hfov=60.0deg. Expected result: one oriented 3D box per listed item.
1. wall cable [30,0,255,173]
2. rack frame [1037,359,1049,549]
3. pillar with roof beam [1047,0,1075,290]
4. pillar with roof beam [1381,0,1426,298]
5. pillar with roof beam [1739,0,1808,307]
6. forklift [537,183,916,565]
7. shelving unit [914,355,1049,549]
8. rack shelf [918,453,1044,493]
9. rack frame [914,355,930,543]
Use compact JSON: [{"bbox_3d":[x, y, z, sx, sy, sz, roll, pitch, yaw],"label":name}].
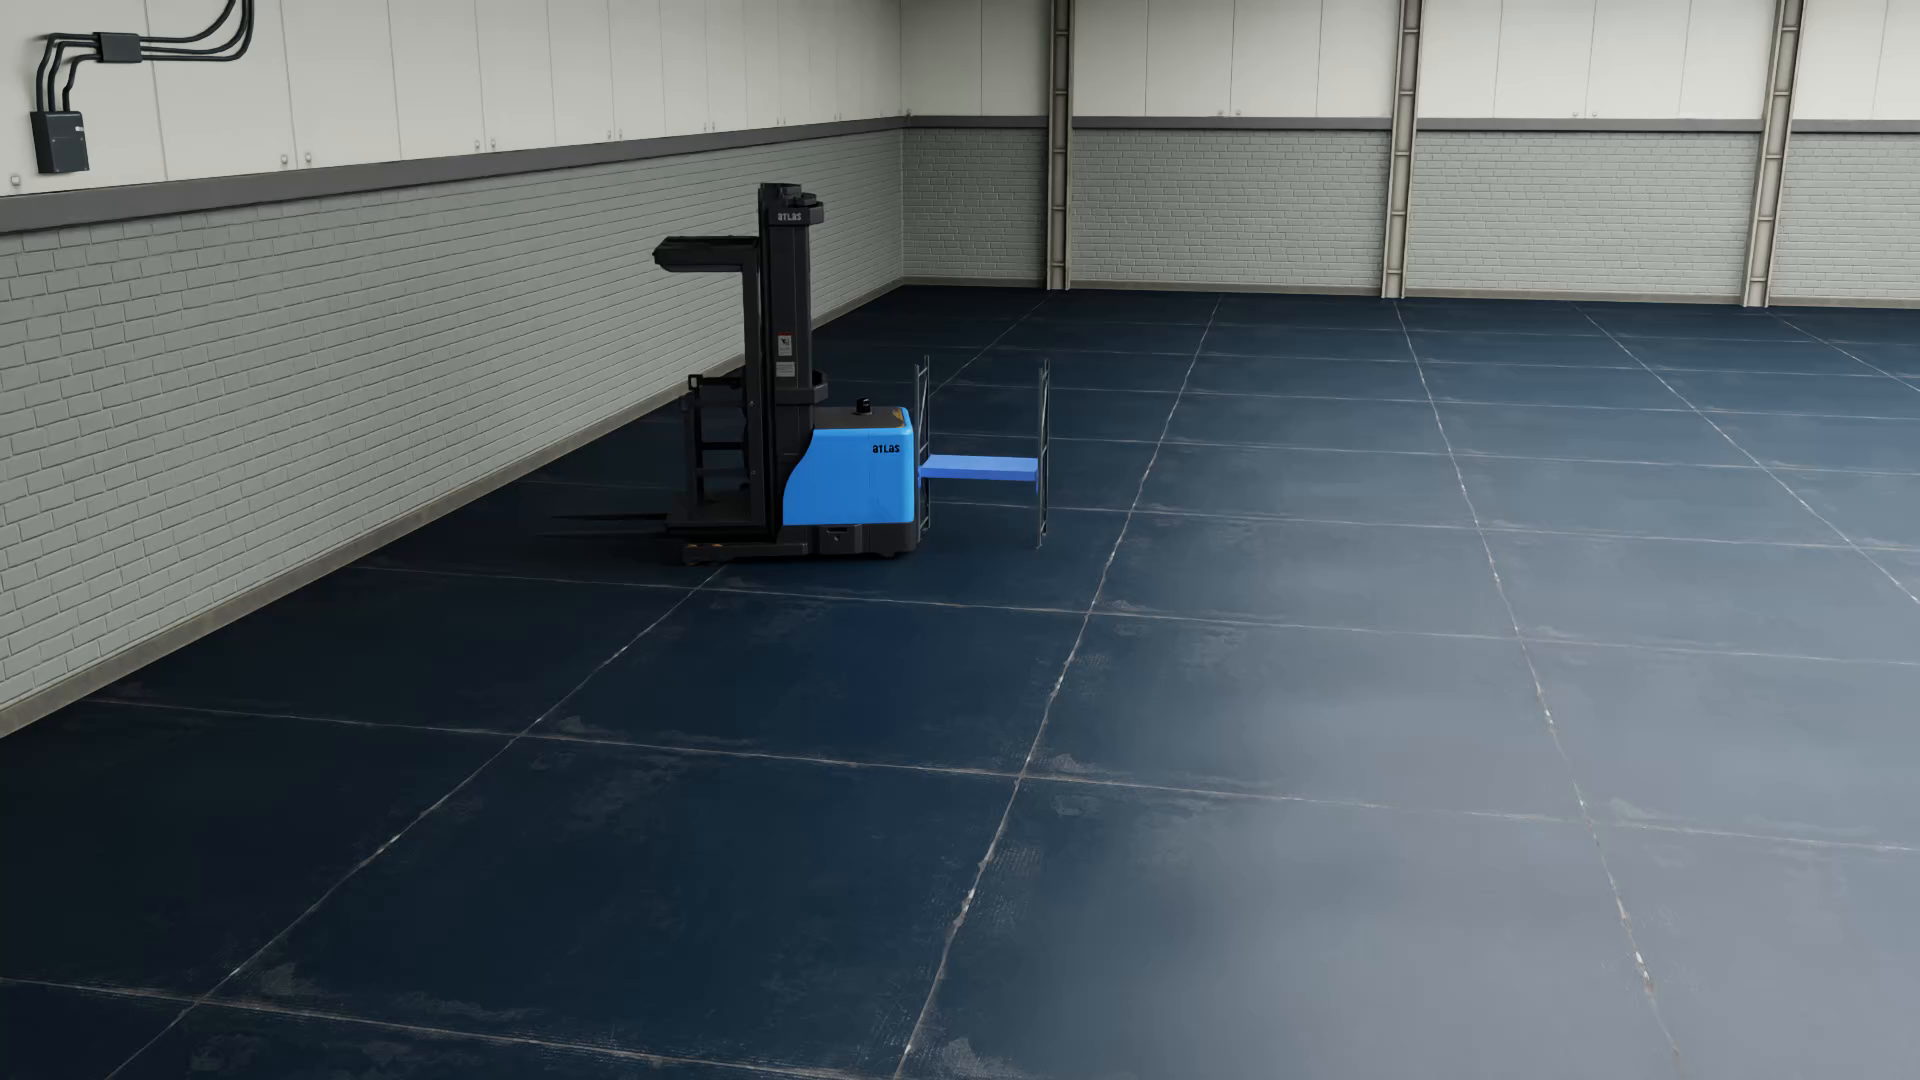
[{"bbox_3d":[-5.172,-5.369,10.145,0.169,6.003,2.305,3,16,11],"label":"wall cable"},{"bbox_3d":[0.687,-0.718,13.775,0.032,1.500,0.500,2,16,9],"label":"rack frame"},{"bbox_3d":[0.963,-7.859,25.505,0.400,9.000,9.100,3,16,11],"label":"pillar with roof beam"},{"bbox_3d":[6.843,-7.539,24.353,0.400,9.000,9.100,3,16,11],"label":"pillar with roof beam"},{"bbox_3d":[12.723,-7.220,23.200,0.400,9.000,9.100,3,16,11],"label":"pillar with roof beam"},{"bbox_3d":[-1.903,-1.356,13.398,3.031,2.935,1.130,-1,16,-5],"label":"forklift"},{"bbox_3d":[0.185,-0.740,13.852,1.048,1.500,0.538,2,16,9],"label":"shelving unit"},{"bbox_3d":[0.185,-0.566,13.900,1.000,0.185,0.538,2,16,9],"label":"rack shelf"},{"bbox_3d":[-0.317,-0.761,13.930,0.032,1.500,0.500,2,16,9],"label":"rack frame"}]
